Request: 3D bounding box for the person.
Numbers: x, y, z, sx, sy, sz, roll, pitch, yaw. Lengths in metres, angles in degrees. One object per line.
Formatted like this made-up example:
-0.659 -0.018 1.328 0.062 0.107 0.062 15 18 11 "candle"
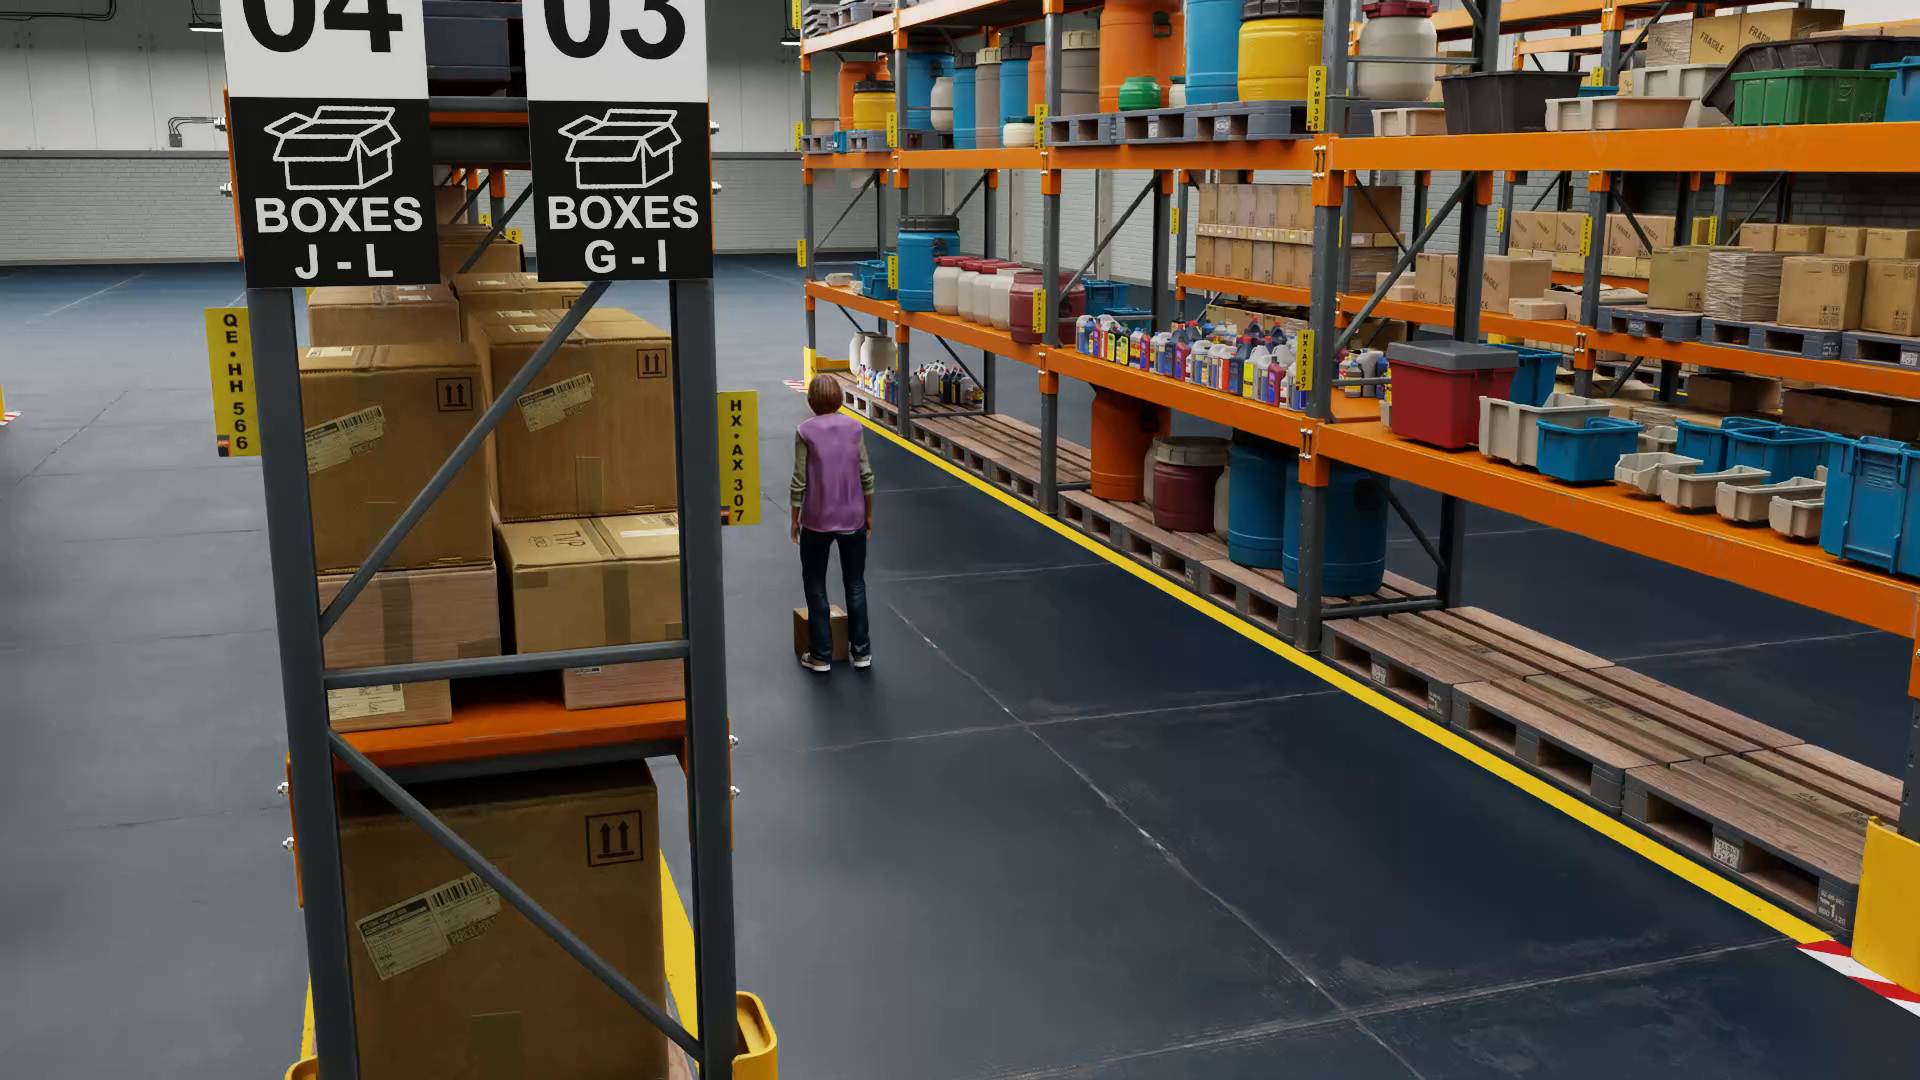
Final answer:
-0.683 -0.084 8.876 0.459 1.591 0.348 -4 13 -18 "person"
